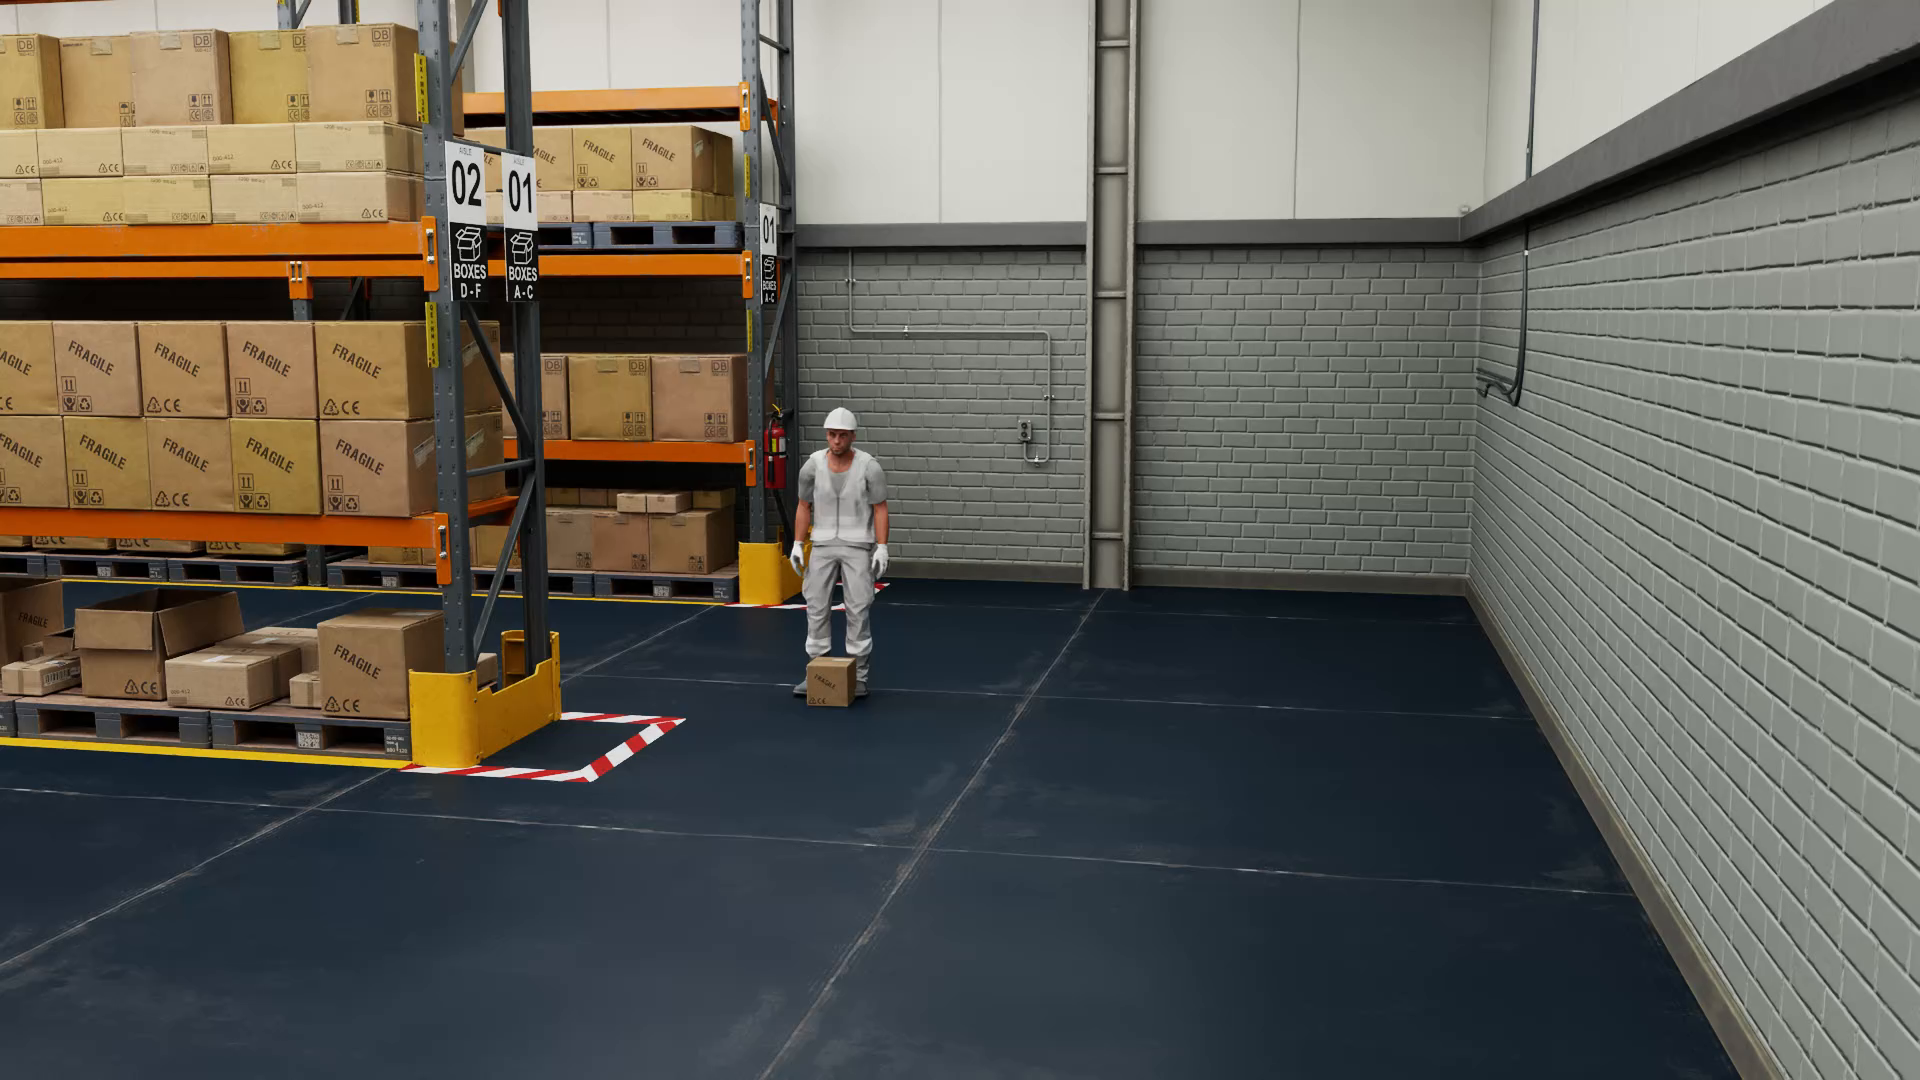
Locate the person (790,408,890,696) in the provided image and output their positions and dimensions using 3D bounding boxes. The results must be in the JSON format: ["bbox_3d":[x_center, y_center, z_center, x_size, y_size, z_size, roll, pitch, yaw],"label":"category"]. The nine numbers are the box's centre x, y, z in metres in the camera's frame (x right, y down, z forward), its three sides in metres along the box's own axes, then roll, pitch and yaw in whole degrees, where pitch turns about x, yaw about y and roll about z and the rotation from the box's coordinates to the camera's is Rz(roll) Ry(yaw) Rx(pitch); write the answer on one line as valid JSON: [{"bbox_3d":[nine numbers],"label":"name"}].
[{"bbox_3d":[-0.732,0.074,10.216,0.623,1.780,0.446,1,8,9],"label":"person"}]
